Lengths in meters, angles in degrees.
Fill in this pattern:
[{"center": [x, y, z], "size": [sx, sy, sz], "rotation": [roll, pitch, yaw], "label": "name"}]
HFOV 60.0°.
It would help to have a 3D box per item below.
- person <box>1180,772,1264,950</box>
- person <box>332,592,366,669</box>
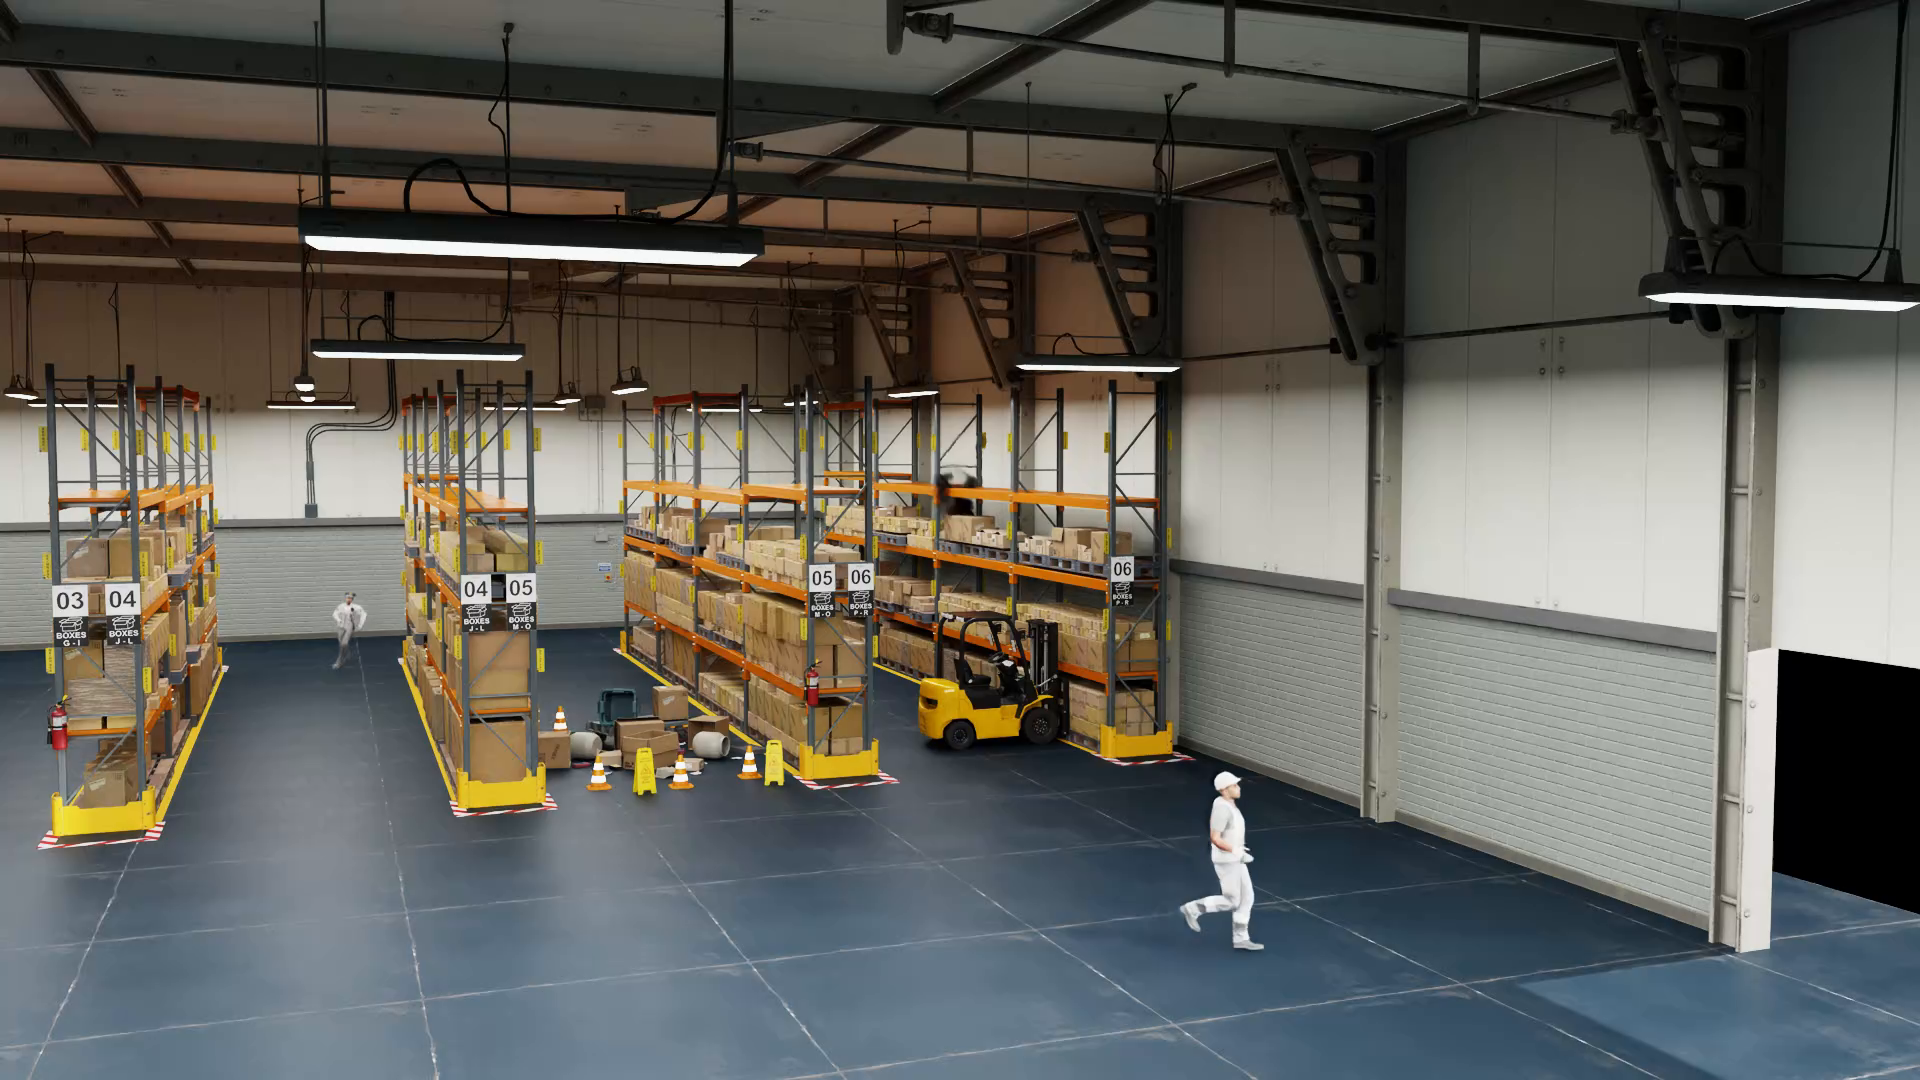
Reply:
[{"center": [2.609, 3.169, 16.470], "size": [0.823, 1.762, 0.655], "rotation": [1, 4, 18], "label": "person"}, {"center": [-13.625, 1.980, 36.962], "size": [0.699, 1.668, 0.862], "rotation": [0, 3, 0], "label": "person"}]
